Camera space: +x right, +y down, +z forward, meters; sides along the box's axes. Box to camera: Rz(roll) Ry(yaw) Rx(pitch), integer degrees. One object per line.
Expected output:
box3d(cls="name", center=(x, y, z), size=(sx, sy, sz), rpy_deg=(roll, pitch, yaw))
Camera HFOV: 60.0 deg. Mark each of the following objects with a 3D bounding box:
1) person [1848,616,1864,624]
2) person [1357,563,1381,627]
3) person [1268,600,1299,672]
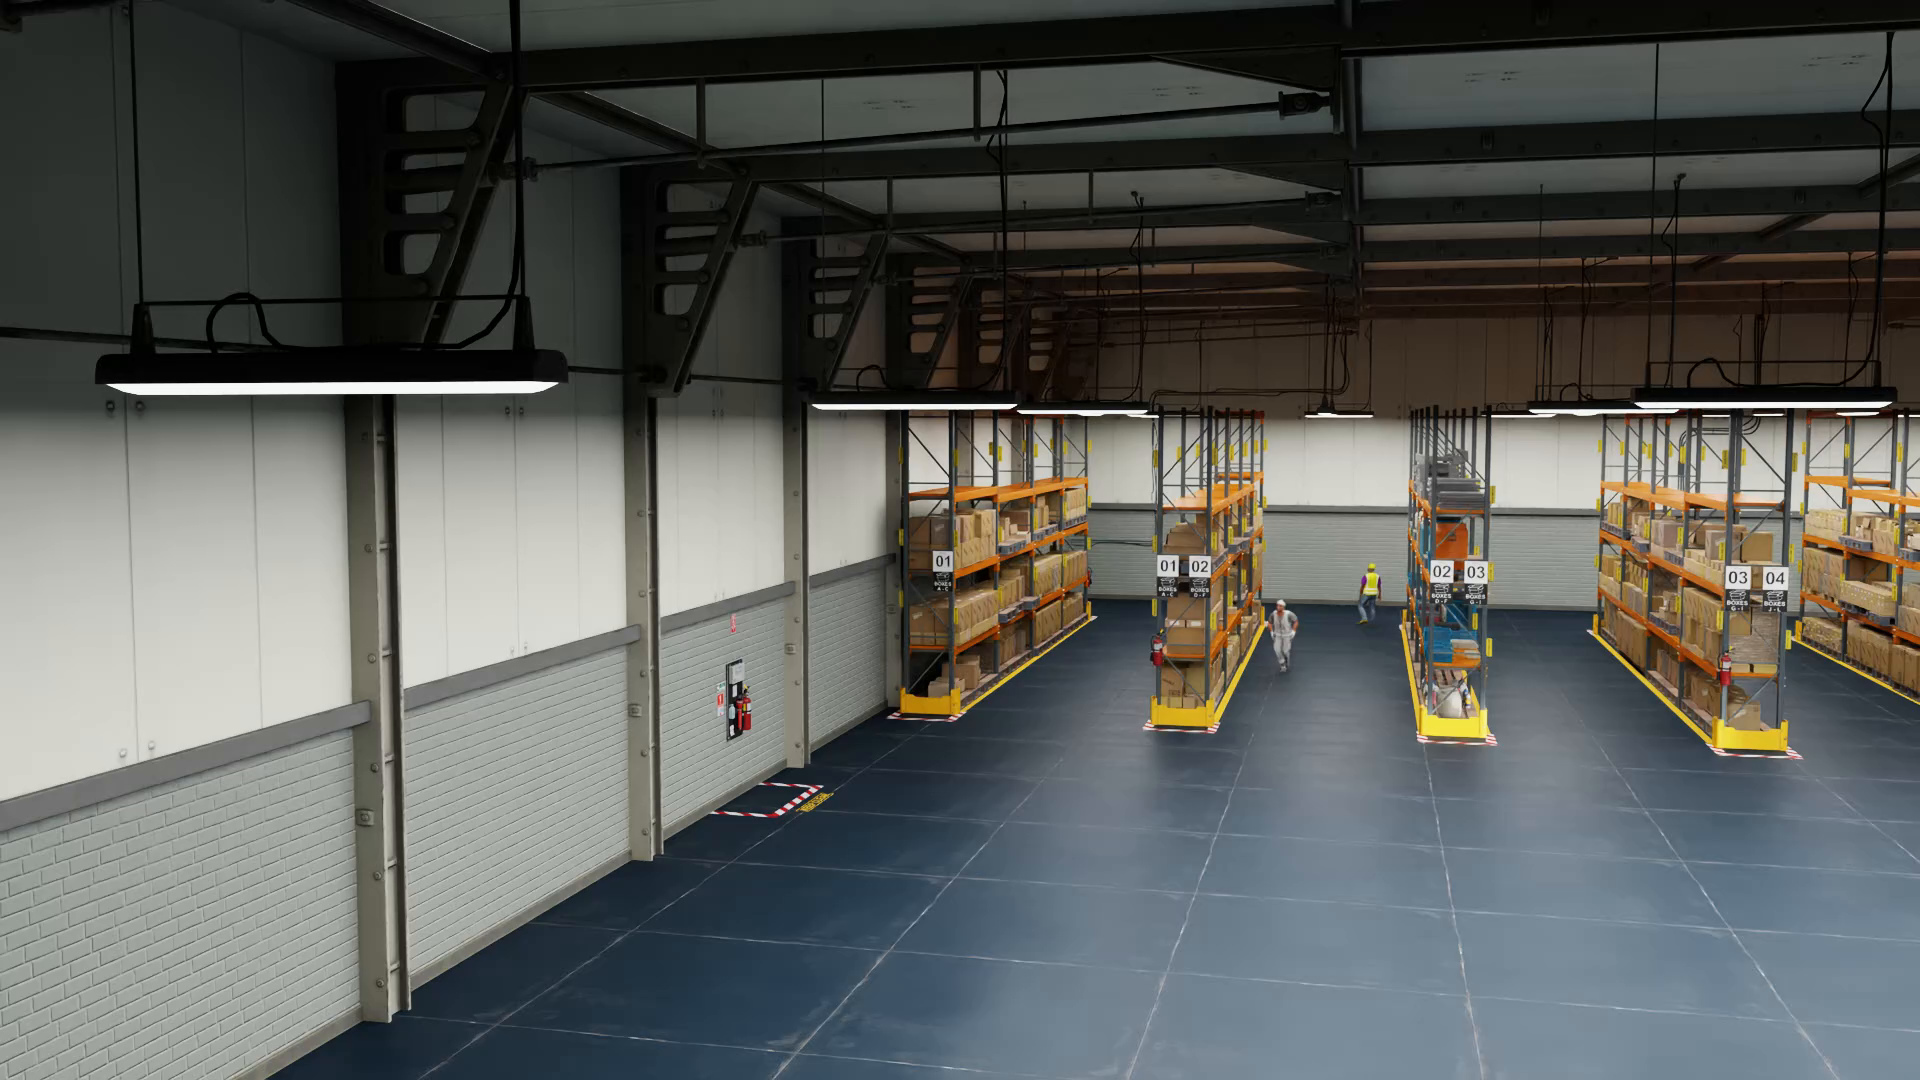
box3d(cls="person", center=(23.622, 1.744, 43.826), size=(0.696, 1.653, 0.456), rpy_deg=(2, 5, 30))
box3d(cls="person", center=(11.366, 1.533, 46.170), size=(0.716, 1.768, 0.457), rpy_deg=(-1, 4, -15))
box3d(cls="person", center=(7.335, 2.179, 37.740), size=(0.697, 1.688, 0.625), rpy_deg=(2, 4, 21))
